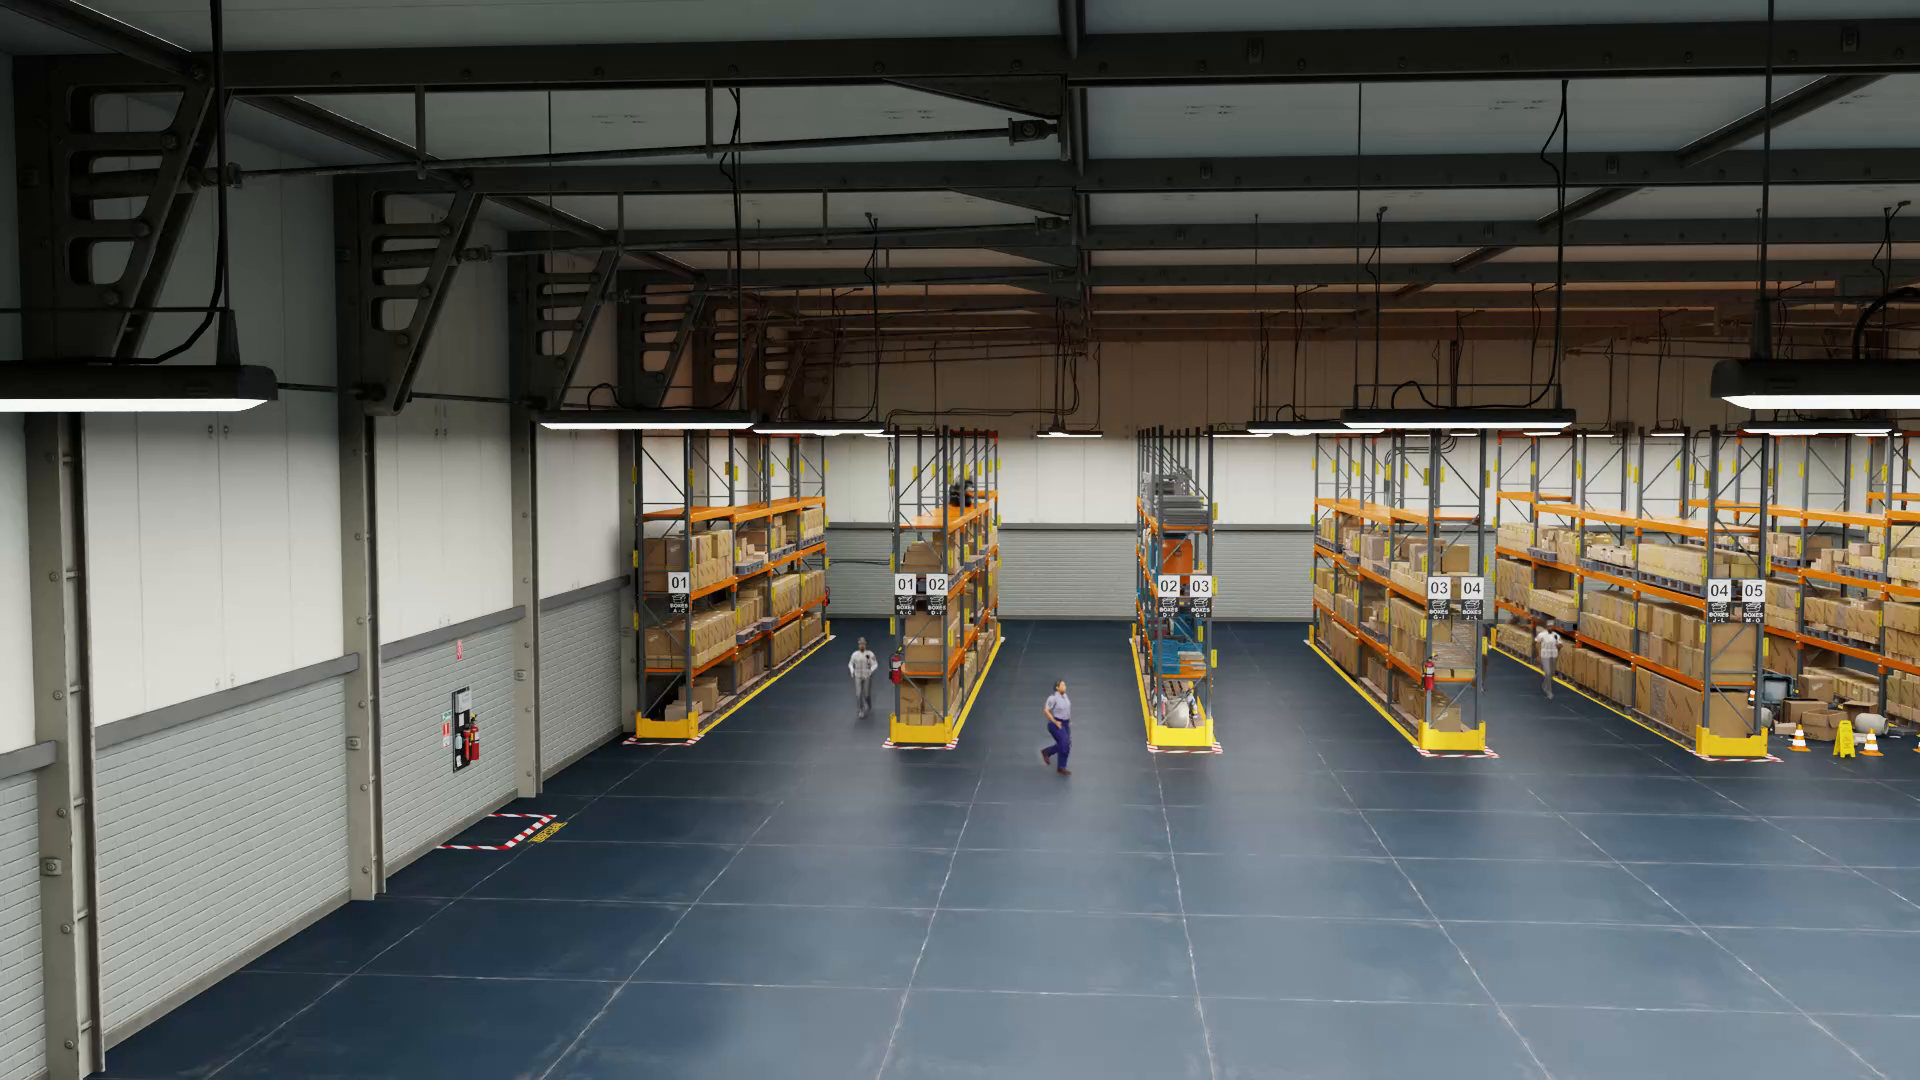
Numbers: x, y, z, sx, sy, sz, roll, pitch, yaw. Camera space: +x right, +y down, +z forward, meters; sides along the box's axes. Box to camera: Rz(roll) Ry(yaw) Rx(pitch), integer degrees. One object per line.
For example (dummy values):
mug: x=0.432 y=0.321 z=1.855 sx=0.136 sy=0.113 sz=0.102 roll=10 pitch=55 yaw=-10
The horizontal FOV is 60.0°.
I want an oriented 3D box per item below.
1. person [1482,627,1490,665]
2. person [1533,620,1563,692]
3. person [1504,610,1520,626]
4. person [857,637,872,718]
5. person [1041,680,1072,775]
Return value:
person: x=11.730 y=2.281 z=37.601 sx=0.710 sy=1.130 sz=0.544 roll=0 pitch=3 yaw=-8
person: x=13.122 y=2.571 z=37.070 sx=0.562 sy=1.599 sz=0.780 roll=0 pitch=3 yaw=-4
person: x=15.829 y=1.985 z=47.476 sx=0.595 sy=1.582 sz=0.881 roll=1 pitch=4 yaw=19
person: x=-1.989 y=2.828 z=34.405 sx=0.342 sy=1.647 sz=0.523 roll=0 pitch=3 yaw=4
person: x=1.663 y=3.212 z=28.661 sx=0.653 sy=1.607 sz=0.627 roll=2 pitch=4 yaw=34
